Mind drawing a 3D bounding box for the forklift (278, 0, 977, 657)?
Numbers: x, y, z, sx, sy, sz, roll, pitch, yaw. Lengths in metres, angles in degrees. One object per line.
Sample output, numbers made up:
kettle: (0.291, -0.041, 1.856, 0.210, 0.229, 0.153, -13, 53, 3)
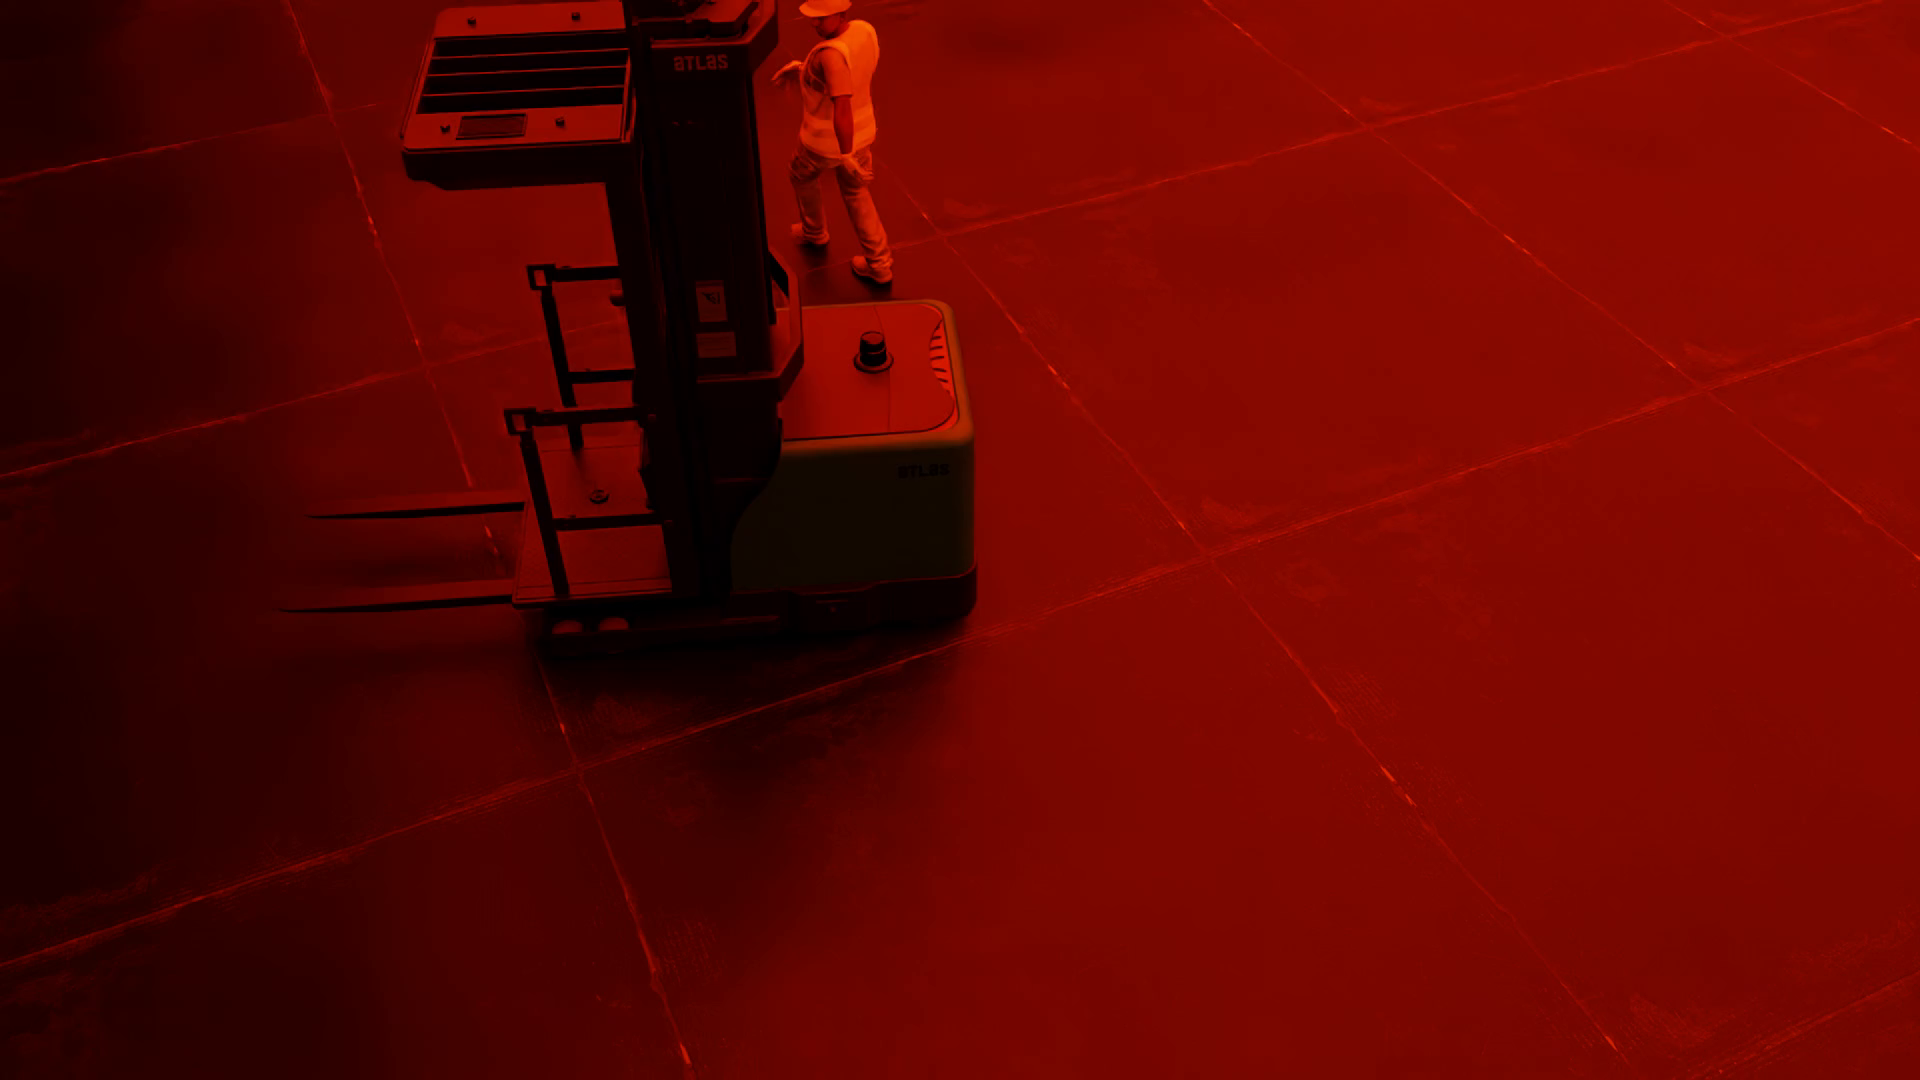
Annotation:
forklift: (-1.476, -0.941, 6.689, 3.031, 2.935, 1.130, -4, 43, -4)

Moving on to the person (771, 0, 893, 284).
person: (-0.664, -2.210, 8.976, 0.571, 1.721, 0.992, -33, 52, -30)
